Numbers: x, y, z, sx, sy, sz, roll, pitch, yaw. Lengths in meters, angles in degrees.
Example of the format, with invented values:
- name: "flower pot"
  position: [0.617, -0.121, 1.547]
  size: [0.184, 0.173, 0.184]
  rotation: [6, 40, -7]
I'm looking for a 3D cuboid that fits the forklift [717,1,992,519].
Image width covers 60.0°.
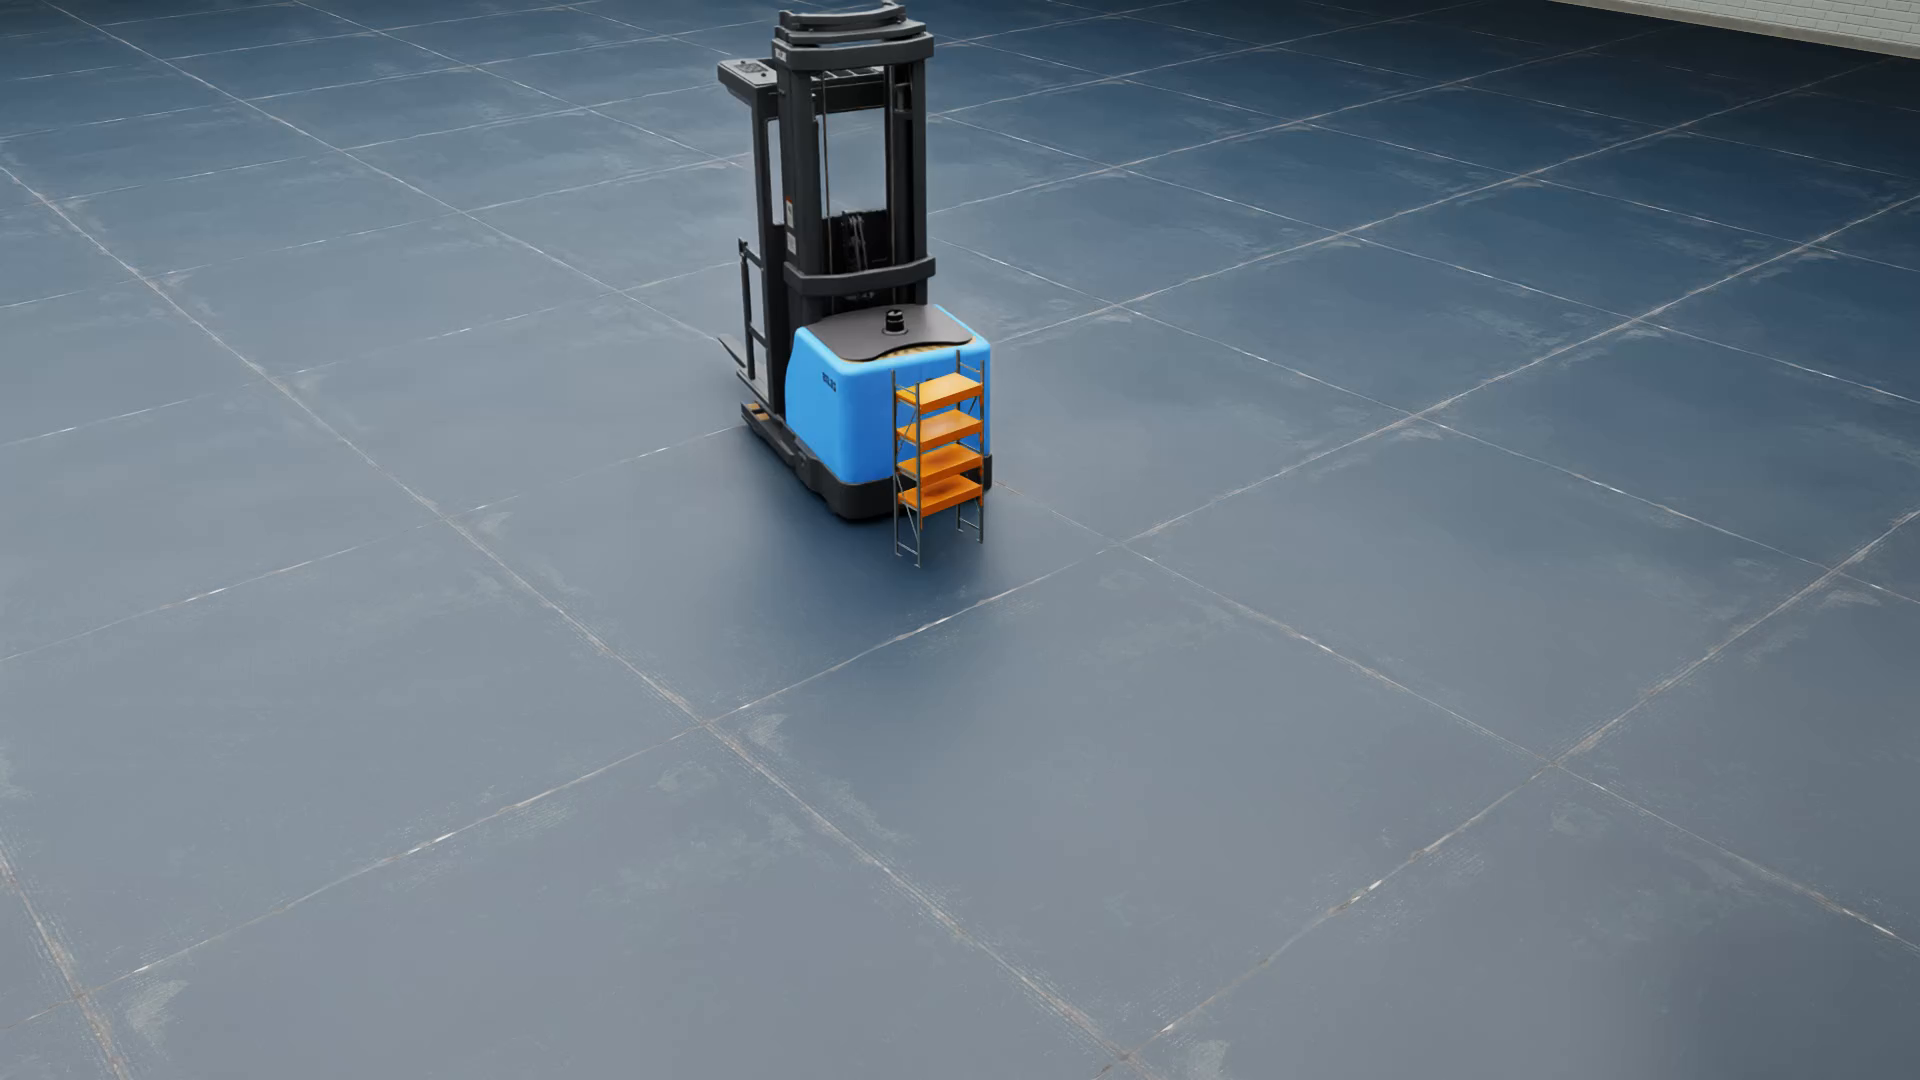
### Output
- name: "forklift"
  position: [-0.890, -2.091, 11.054]
  size: [1.130, 2.935, 3.031]
  rotation: [-13, 31, -23]

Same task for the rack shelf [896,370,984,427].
- name: "rack shelf"
  position: [-0.126, -0.825, 9.687]
  size: [0.480, 0.148, 0.258]
  rotation: [-22, 35, -35]

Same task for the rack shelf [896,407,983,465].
- name: "rack shelf"
  position: [-0.126, -0.616, 9.799]
  size: [0.480, 0.148, 0.258]
  rotation: [-22, 35, -35]

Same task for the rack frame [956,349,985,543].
- name: "rack frame"
  position: [0.060, -0.553, 10.012]
  size: [0.015, 1.200, 0.240]
  rotation: [-22, 35, -35]

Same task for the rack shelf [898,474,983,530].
- name: "rack shelf"
  position: [-0.126, -0.244, 9.998]
  size: [0.480, 0.148, 0.258]
  rotation: [-22, 35, -35]

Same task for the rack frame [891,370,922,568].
- name: "rack frame"
  position: [-0.312, -0.404, 9.733]
  size: [0.015, 1.200, 0.240]
  rotation: [-22, 35, -35]

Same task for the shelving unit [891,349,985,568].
- name: "shelving unit"
  position: [-0.126, -0.479, 9.872]
  size: [0.503, 1.200, 0.258]
  rotation: [-22, 35, -35]

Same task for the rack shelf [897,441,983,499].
- name: "rack shelf"
  position: [-0.126, -0.419, 9.904]
  size: [0.480, 0.148, 0.258]
  rotation: [-22, 35, -35]
